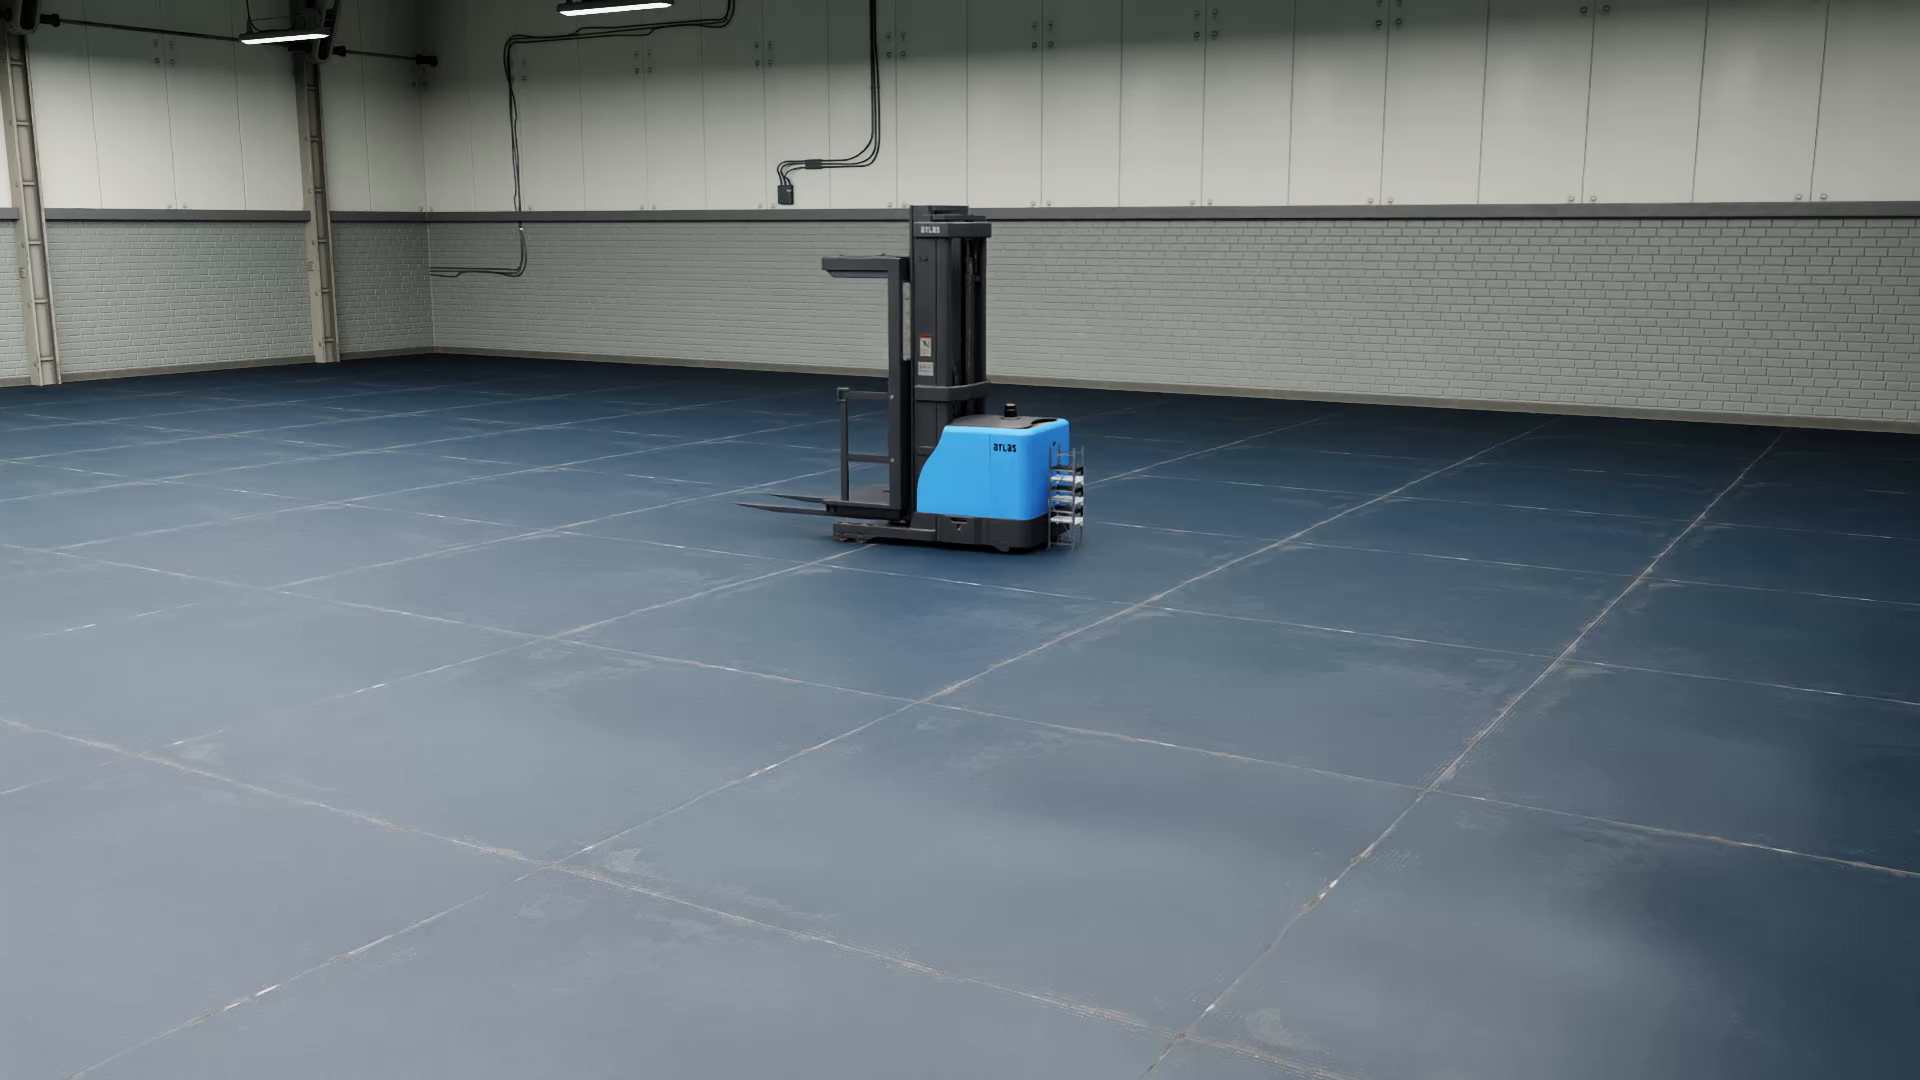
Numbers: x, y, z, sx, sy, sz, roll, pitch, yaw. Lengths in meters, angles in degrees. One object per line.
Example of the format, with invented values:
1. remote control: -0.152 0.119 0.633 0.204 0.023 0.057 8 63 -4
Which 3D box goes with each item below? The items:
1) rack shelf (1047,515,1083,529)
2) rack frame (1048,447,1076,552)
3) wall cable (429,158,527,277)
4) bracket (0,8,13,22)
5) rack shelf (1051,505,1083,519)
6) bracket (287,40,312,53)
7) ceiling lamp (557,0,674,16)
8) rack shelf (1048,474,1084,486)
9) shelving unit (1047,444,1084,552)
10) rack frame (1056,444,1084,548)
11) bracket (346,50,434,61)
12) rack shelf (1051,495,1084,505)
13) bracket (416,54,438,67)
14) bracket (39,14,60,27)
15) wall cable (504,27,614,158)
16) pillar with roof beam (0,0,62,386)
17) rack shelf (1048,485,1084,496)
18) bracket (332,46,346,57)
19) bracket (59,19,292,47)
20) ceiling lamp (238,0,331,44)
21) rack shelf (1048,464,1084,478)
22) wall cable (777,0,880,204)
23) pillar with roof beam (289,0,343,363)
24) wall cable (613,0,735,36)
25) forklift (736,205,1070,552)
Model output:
1. rack shelf: 0.914 -0.155 14.408 0.258 0.077 0.200 5 12 24
2. rack frame: 0.872 -0.348 14.278 0.240 0.900 0.006 5 12 24
3. wall cable: -10.577 -6.964 36.049 3.097 2.526 0.112 6 12 31
4. bracket: -16.264 -8.879 28.062 0.235 0.232 0.430 6 12 31
5. rack shelf: 0.914 -0.243 14.392 0.258 0.077 0.200 5 12 24
6. bracket: -13.149 -9.823 33.102 0.235 0.232 0.430 6 12 31
7. ceiling lamp: -4.867 -9.255 23.985 2.000 3.185 0.800 6 12 31
8. rack shelf: 0.915 -0.509 14.342 0.258 0.077 0.200 5 12 24
9. shelving unit: 0.915 -0.365 14.369 0.258 0.900 0.210 5 12 24
10. rack frame: 0.957 -0.382 14.460 0.240 0.900 0.006 5 12 24
11. bracket: -11.794 -10.233 35.294 0.076 0.066 3.189 6 12 31
12. rack shelf: 0.915 -0.332 14.375 0.258 0.077 0.200 5 12 24
13. bracket: -11.487 -10.326 35.790 0.235 0.232 0.430 6 12 31
14. bracket: -15.833 -9.010 28.759 0.235 0.232 0.430 6 12 31
15. wall cable: -8.265 -9.188 34.204 3.097 2.526 0.112 6 12 31
16. pillar with roof beam: -12.672 -6.798 26.726 9.100 9.000 0.548 6 12 31
17. rack shelf: 0.915 -0.420 14.358 0.258 0.077 0.200 5 12 24
18. bracket: -12.718 -9.954 33.799 0.235 0.232 0.430 6 12 31
19. bracket: -14.486 -9.418 30.938 0.076 0.066 4.783 6 12 31
20. ceiling lamp: -11.183 -9.961 27.756 2.000 3.185 0.800 6 12 31
21. rack shelf: 0.915 -0.597 14.325 0.258 0.077 0.200 5 12 24
22. wall cable: -2.471 -9.252 30.592 2.305 6.003 0.169 6 12 31
23. pillar with roof beam: -9.557 -7.742 31.766 9.100 9.000 0.548 6 12 31
24. wall cable: -5.620 -11.128 32.206 3.097 2.526 0.112 6 12 31
25. forklift: -0.575 -1.499 14.911 3.031 2.935 1.130 5 12 24
